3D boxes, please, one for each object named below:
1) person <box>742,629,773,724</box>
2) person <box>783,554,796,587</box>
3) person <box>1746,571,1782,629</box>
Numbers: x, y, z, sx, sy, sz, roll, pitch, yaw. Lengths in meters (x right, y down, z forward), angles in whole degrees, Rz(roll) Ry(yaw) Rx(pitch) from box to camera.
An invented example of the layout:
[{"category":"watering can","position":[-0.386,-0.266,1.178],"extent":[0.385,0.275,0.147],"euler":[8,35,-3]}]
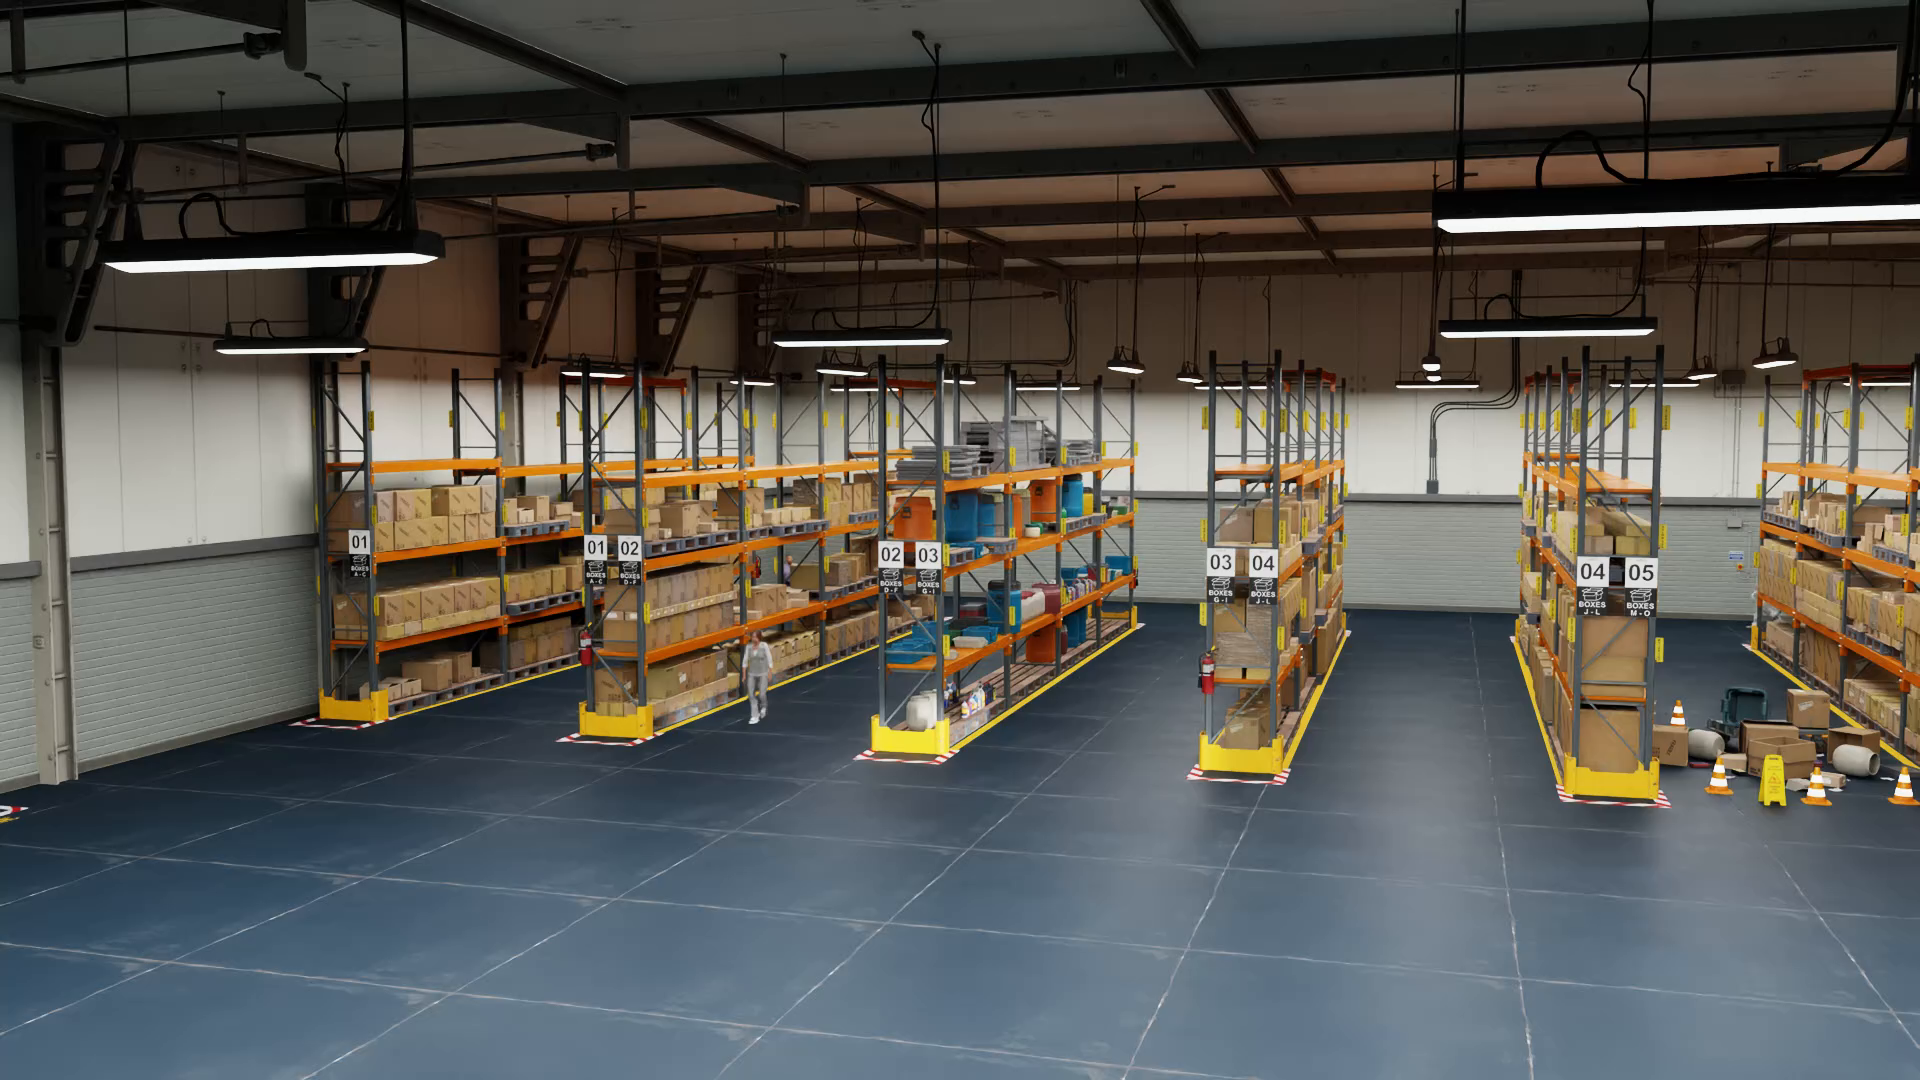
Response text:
[{"category":"person","position":[-3.352,2.254,27.645],"extent":[0.501,1.582,0.475],"euler":[1,4,10]},{"category":"person","position":[-4.306,1.149,42.621],"extent":[0.486,1.589,0.857],"euler":[1,4,13]},{"category":"person","position":[19.301,1.276,39.869],"extent":[1.044,1.749,0.516],"euler":[-1,4,-8]}]
